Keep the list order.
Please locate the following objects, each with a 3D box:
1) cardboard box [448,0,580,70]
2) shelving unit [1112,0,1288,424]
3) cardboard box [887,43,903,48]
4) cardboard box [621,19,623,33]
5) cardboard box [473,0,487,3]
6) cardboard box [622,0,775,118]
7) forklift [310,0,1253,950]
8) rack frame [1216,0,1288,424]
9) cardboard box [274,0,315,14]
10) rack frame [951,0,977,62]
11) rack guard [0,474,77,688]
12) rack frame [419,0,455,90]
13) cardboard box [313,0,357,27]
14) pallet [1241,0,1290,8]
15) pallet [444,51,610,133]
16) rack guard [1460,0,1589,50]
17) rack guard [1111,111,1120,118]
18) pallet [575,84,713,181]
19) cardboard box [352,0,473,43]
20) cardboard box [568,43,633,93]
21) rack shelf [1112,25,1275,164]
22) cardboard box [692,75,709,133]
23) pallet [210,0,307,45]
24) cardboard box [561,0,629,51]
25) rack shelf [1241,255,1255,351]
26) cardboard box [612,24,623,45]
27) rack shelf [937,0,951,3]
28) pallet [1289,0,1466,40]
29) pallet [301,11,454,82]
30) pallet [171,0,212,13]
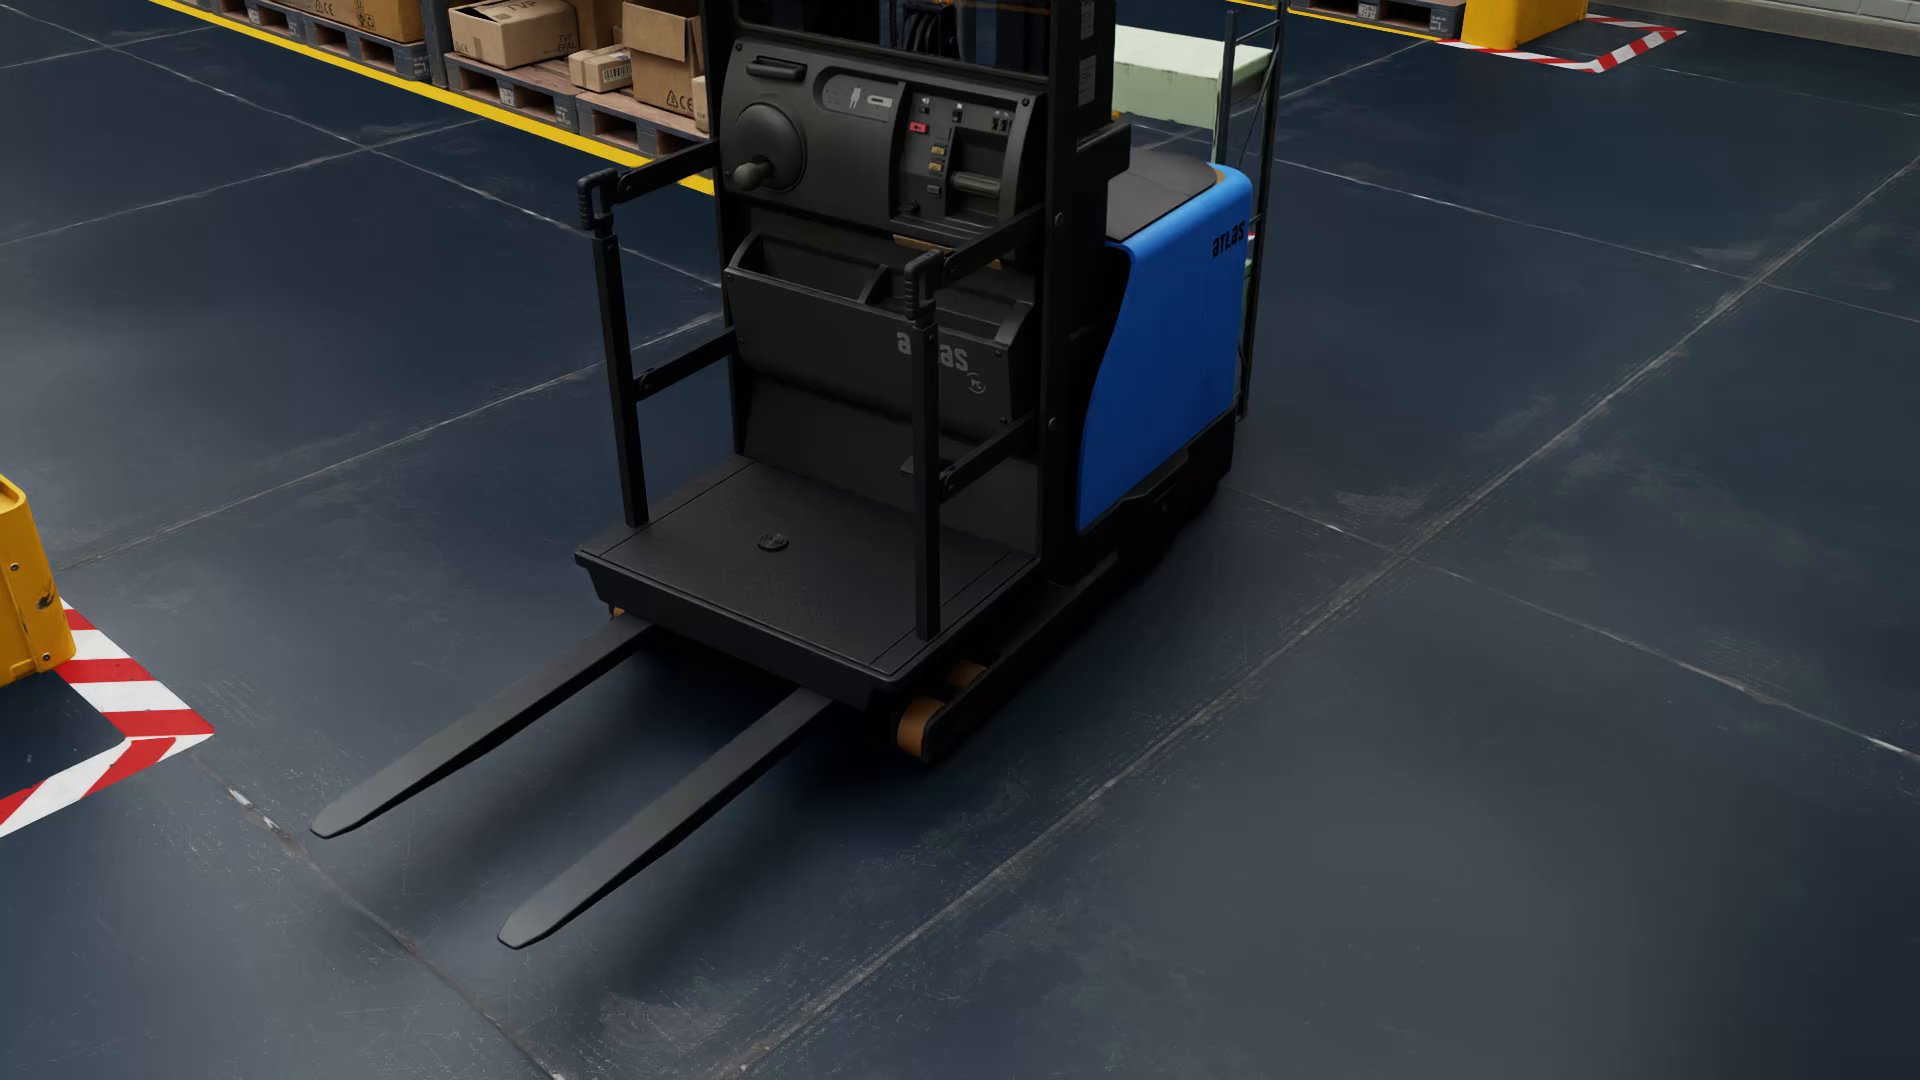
[{"bbox_3d":[-2.499,-2.885,9.315,0.500,0.311,0.500,25,39,35],"label":"cardboard box"},{"bbox_3d":[0.611,-1.118,5.652,0.755,1.500,0.431,19,36,29],"label":"shelving unit"},{"bbox_3d":[-0.268,-1.904,7.502,0.500,0.500,0.500,25,39,35],"label":"cardboard box"},{"bbox_3d":[-1.496,-2.765,9.115,0.500,0.311,0.500,25,39,35],"label":"cardboard box"},{"bbox_3d":[-2.860,-3.455,10.078,0.500,0.500,0.500,23,38,33],"label":"cardboard box"},{"bbox_3d":[-1.269,-2.548,8.567,0.637,0.503,0.797,25,39,35],"label":"cardboard box"},{"bbox_3d":[-0.341,-0.966,4.013,1.130,2.935,3.031,19,36,29],"label":"forklift"},{"bbox_3d":[0.915,-1.012,5.476,0.023,1.500,0.400,19,36,29],"label":"rack frame"},{"bbox_3d":[-3.956,-3.604,10.325,0.500,0.500,0.500,26,39,36],"label":"cardboard box"},{"bbox_3d":[0.301,-2.692,6.814,0.127,3.000,1.000,25,39,35],"label":"rack frame"},{"bbox_3d":[-2.999,0.275,4.309,0.348,0.500,1.175,25,39,35],"label":"rack guard"},{"bbox_3d":[-2.665,-4.077,9.114,0.127,3.000,1.000,25,39,35],"label":"rack frame"},{"bbox_3d":[-3.584,-3.430,10.036,0.500,0.500,0.500,25,39,35],"label":"cardboard box"},{"bbox_3d":[2.076,-4.062,11.794,1.213,0.211,1.003,25,39,35],"label":"pallet"},{"bbox_3d":[-2.156,-2.644,9.438,1.213,0.211,1.003,25,39,35],"label":"pallet"},{"bbox_3d":[3.640,-3.509,10.594,0.348,0.500,1.175,25,39,35],"label":"rack guard"},{"bbox_3d":[0.244,-1.648,7.503,0.348,0.500,1.175,25,39,35],"label":"rack guard"},{"bbox_3d":[-1.248,-2.222,8.736,1.213,0.211,1.003,25,39,35],"label":"pallet"},{"bbox_3d":[-3.223,-3.256,9.747,0.500,0.500,0.500,25,39,35],"label":"cardboard box"},{"bbox_3d":[-1.851,-2.528,8.861,0.250,0.166,0.380,25,39,35],"label":"cardboard box"},{"bbox_3d":[0.612,-1.453,5.451,0.720,0.370,0.431,19,36,29],"label":"rack shelf"},{"bbox_3d":[-0.952,-2.137,8.131,0.500,0.250,0.500,25,39,35],"label":"cardboard box"},{"bbox_3d":[-4.202,-3.571,10.978,1.213,0.211,1.003,25,39,35],"label":"pallet"},{"bbox_3d":[-2.052,-3.106,9.498,0.500,0.500,0.500,25,39,35],"label":"cardboard box"},{"bbox_3d":[0.611,-0.838,5.819,0.720,0.370,0.431,19,36,29],"label":"rack shelf"},{"bbox_3d":[-1.734,-2.848,9.411,0.250,0.149,0.380,25,39,35],"label":"cardboard box"},{"bbox_3d":[-1.182,-3.076,8.150,4.000,0.370,1.077,25,39,35],"label":"rack shelf"},{"bbox_3d":[2.977,-3.640,11.092,1.213,0.211,1.003,25,39,35],"label":"pallet"},{"bbox_3d":[-3.293,-3.149,10.277,1.213,0.211,1.003,25,39,35],"label":"pallet"},{"bbox_3d":[-5.103,-3.994,11.679,1.213,0.211,1.003,25,39,35],"label":"pallet"}]
